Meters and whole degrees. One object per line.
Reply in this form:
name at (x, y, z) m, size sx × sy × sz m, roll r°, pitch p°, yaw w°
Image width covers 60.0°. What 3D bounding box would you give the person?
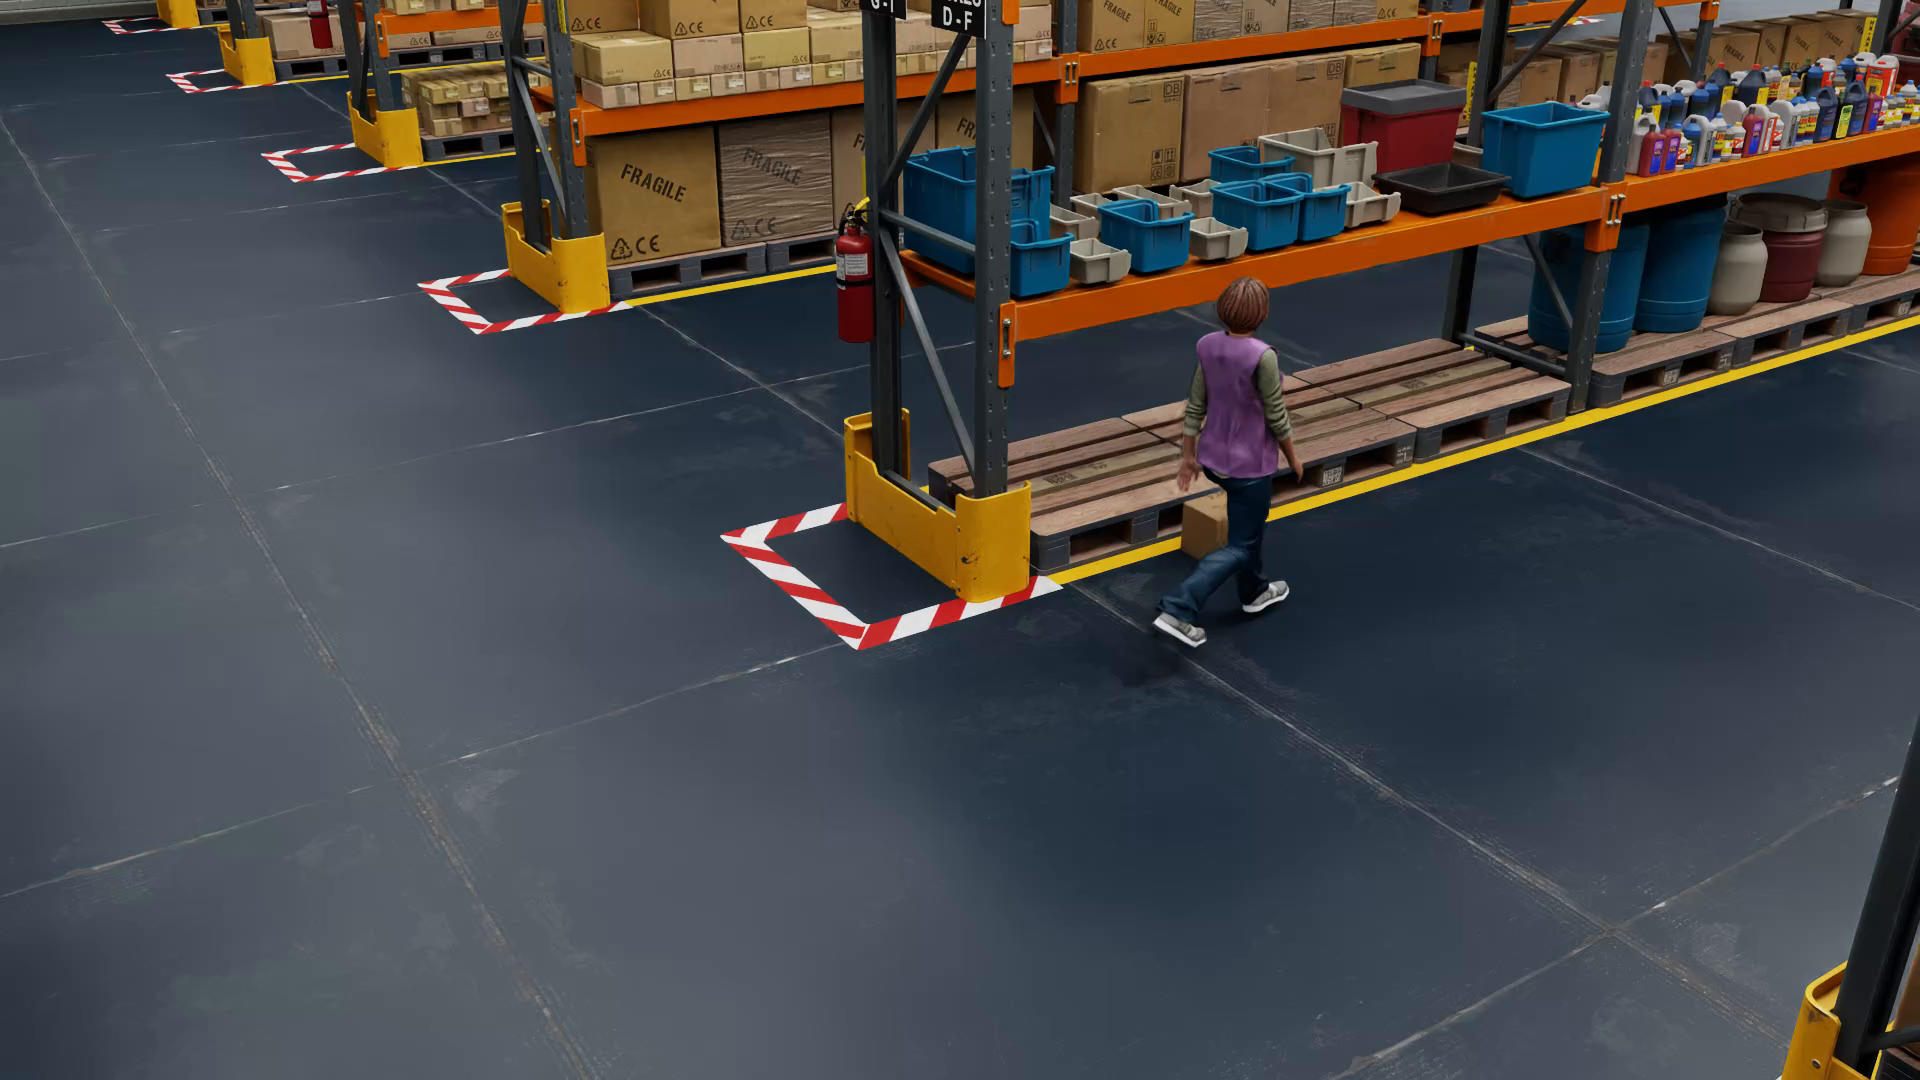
person at (1.111, -0.323, 6.785) m, size 0.913 × 1.543 × 0.421 m, roll -17°, pitch 30°, yaw -32°
